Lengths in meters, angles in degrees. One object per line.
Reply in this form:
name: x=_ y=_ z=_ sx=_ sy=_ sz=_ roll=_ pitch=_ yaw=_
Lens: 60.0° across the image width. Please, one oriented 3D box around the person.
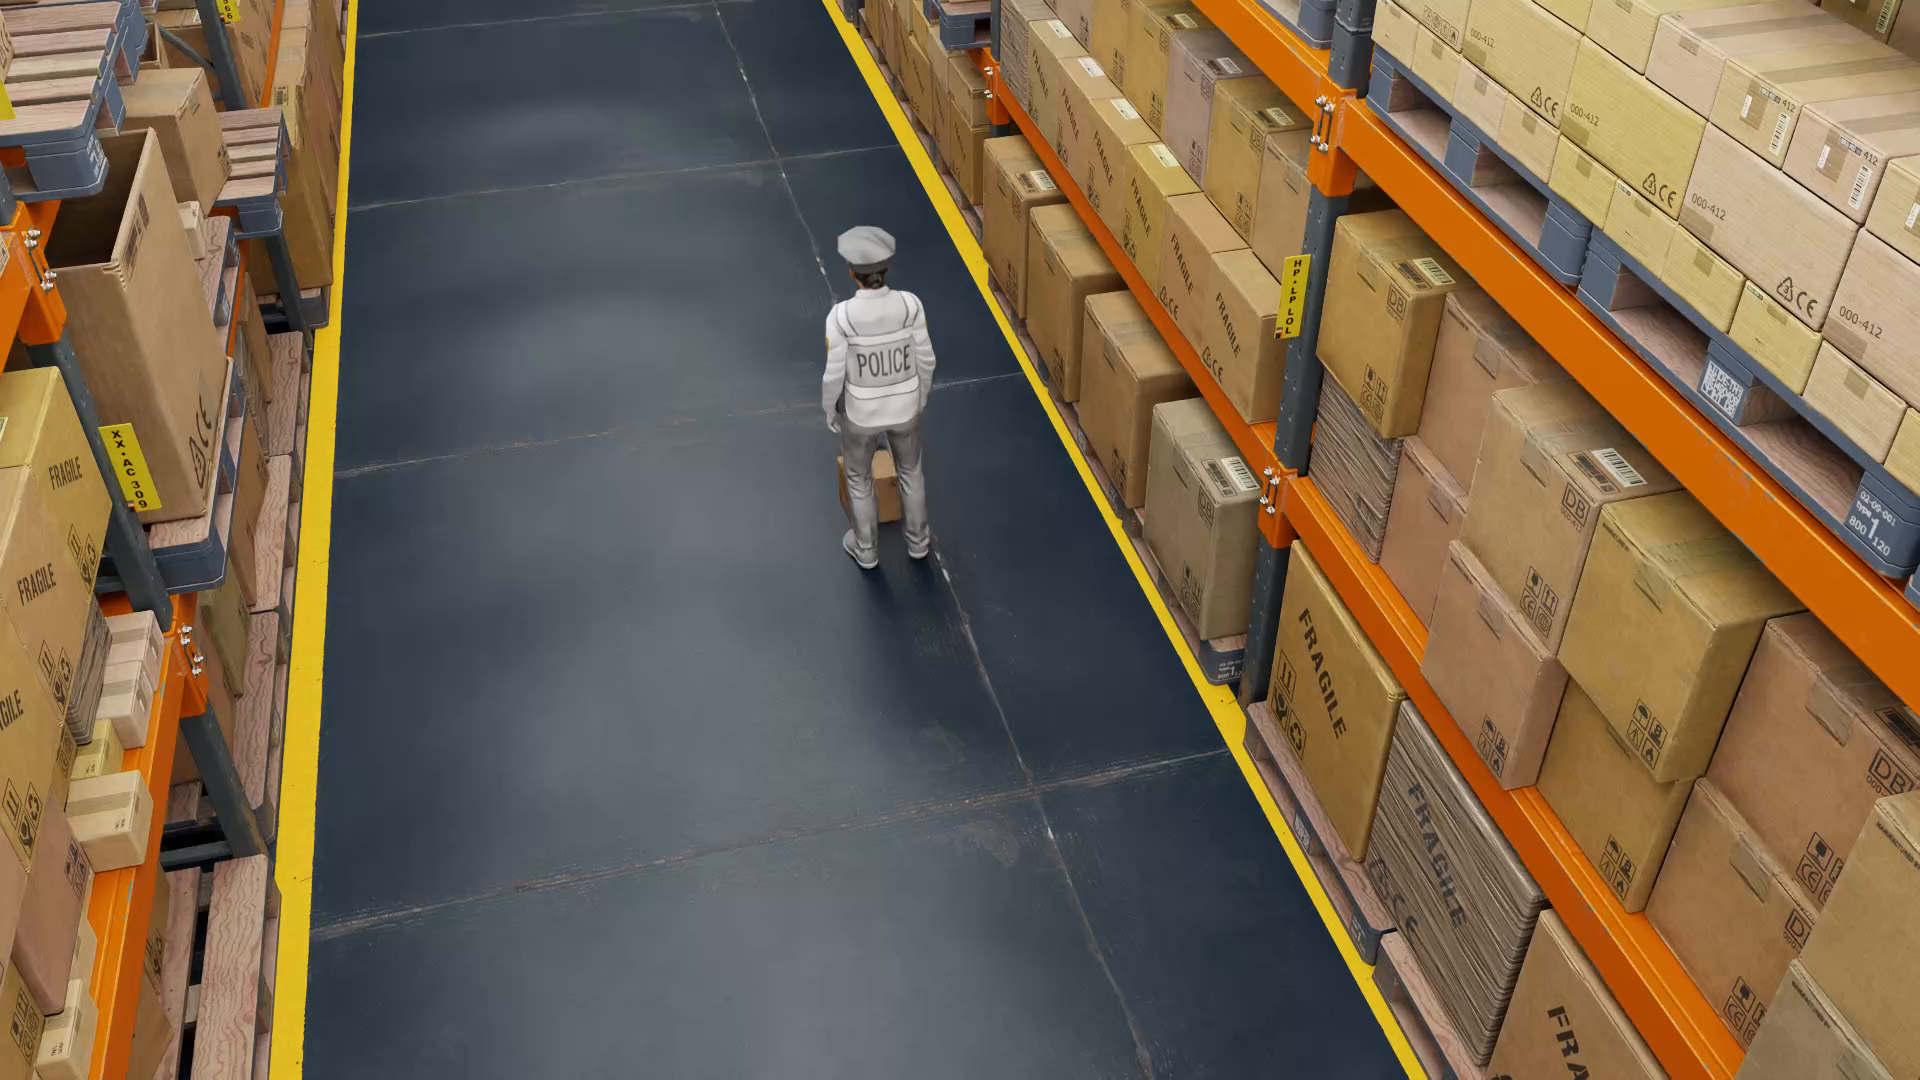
person: x=-0.363 y=-0.589 z=7.452 sx=0.513 sy=1.665 sz=0.360 roll=-11 pitch=40 yaw=-13
